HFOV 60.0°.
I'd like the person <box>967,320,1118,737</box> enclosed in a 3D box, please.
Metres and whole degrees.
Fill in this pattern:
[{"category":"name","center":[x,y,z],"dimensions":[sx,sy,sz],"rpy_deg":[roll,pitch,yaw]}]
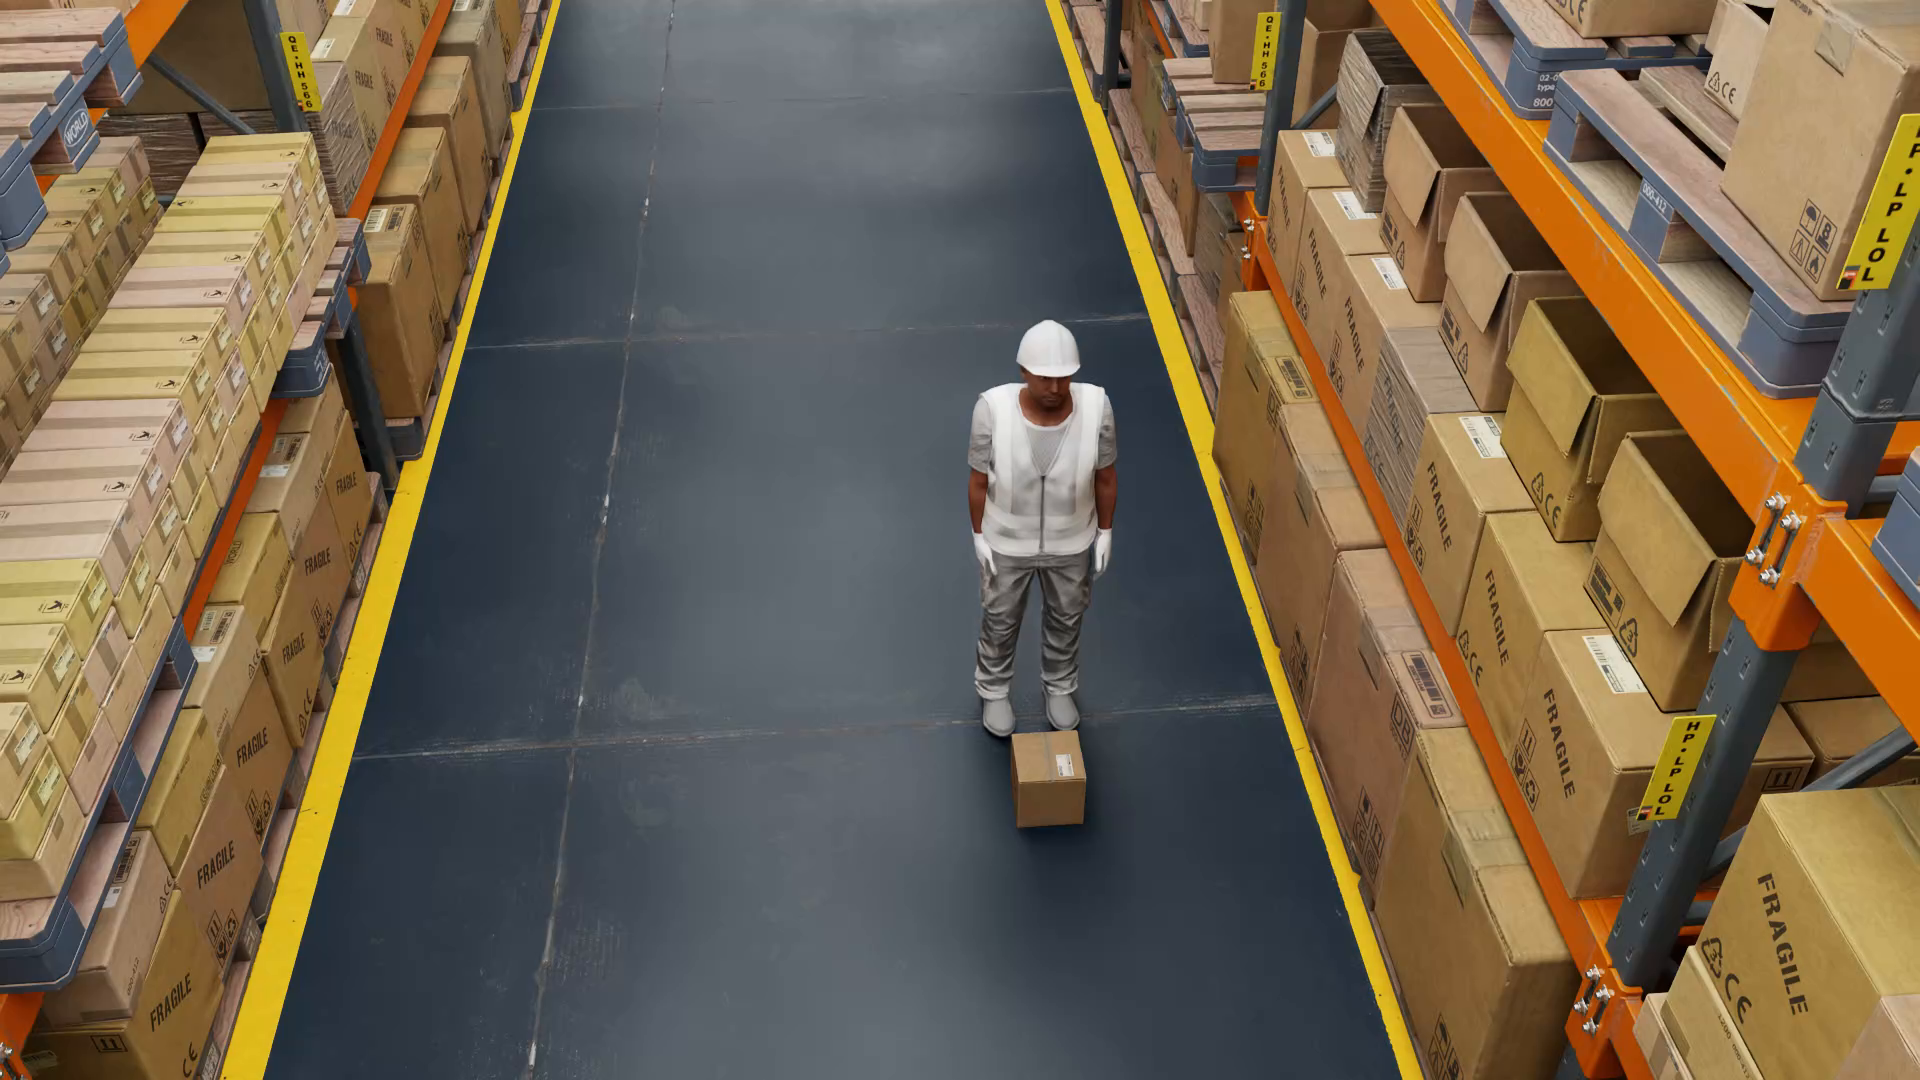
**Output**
[{"category":"person","center":[0.302,-0.013,6.153],"dimensions":[0.545,1.785,0.355],"rpy_deg":[-2,39,-3]}]
